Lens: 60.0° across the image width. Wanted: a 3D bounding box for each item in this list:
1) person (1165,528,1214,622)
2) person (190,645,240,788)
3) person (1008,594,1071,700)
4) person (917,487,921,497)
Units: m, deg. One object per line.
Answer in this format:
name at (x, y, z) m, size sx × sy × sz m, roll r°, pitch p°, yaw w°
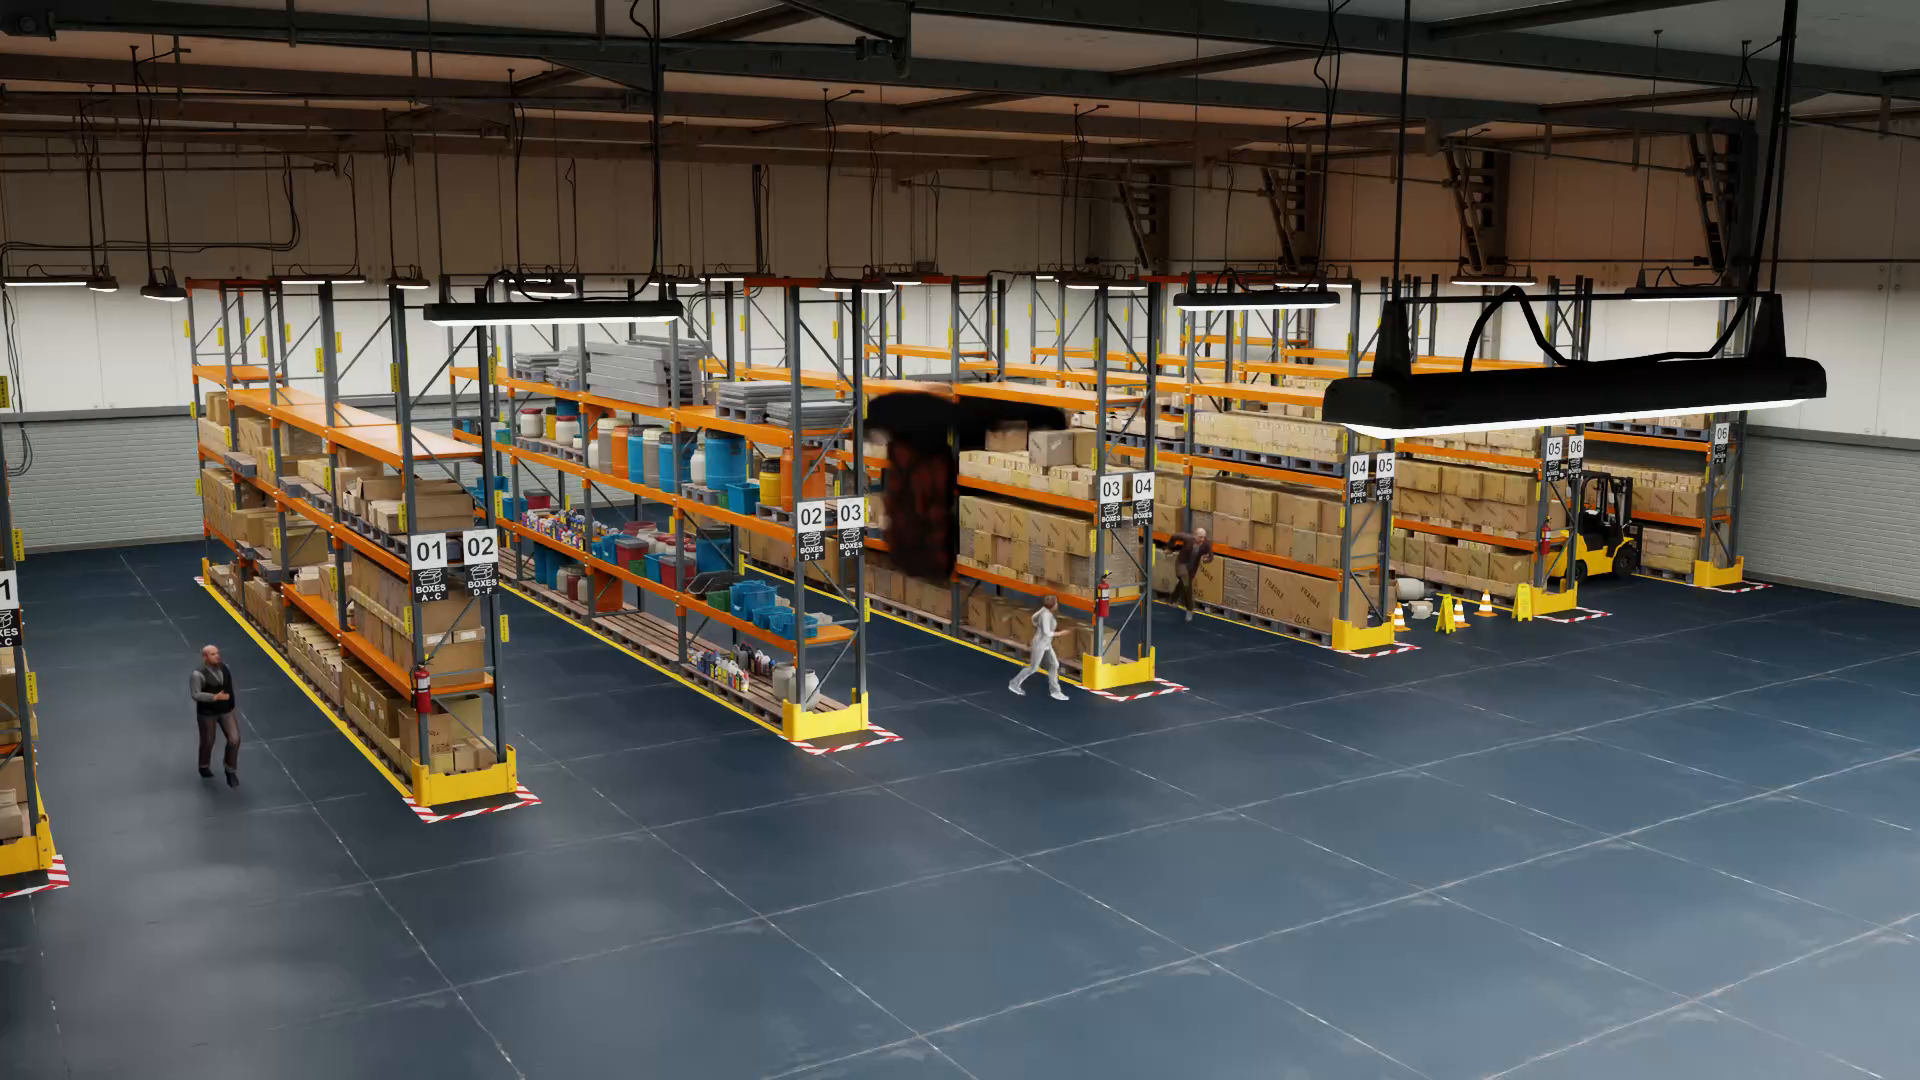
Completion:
person at (3.941, 0.602, 28.695) m, size 0.692 × 1.537 × 1.215 m, roll -3°, pitch 10°, yaw -15°
person at (-9.028, 2.139, 20.164) m, size 0.834 × 1.772 × 0.595 m, roll 9°, pitch 13°, yaw 42°
person at (1.153, 1.549, 24.034) m, size 0.916 × 1.578 × 0.543 m, roll 2°, pitch 10°, yaw 12°
person at (-0.862, -1.811, 43.470) m, size 0.855 × 1.825 × 0.685 m, roll -9°, pitch 13°, yaw -44°
